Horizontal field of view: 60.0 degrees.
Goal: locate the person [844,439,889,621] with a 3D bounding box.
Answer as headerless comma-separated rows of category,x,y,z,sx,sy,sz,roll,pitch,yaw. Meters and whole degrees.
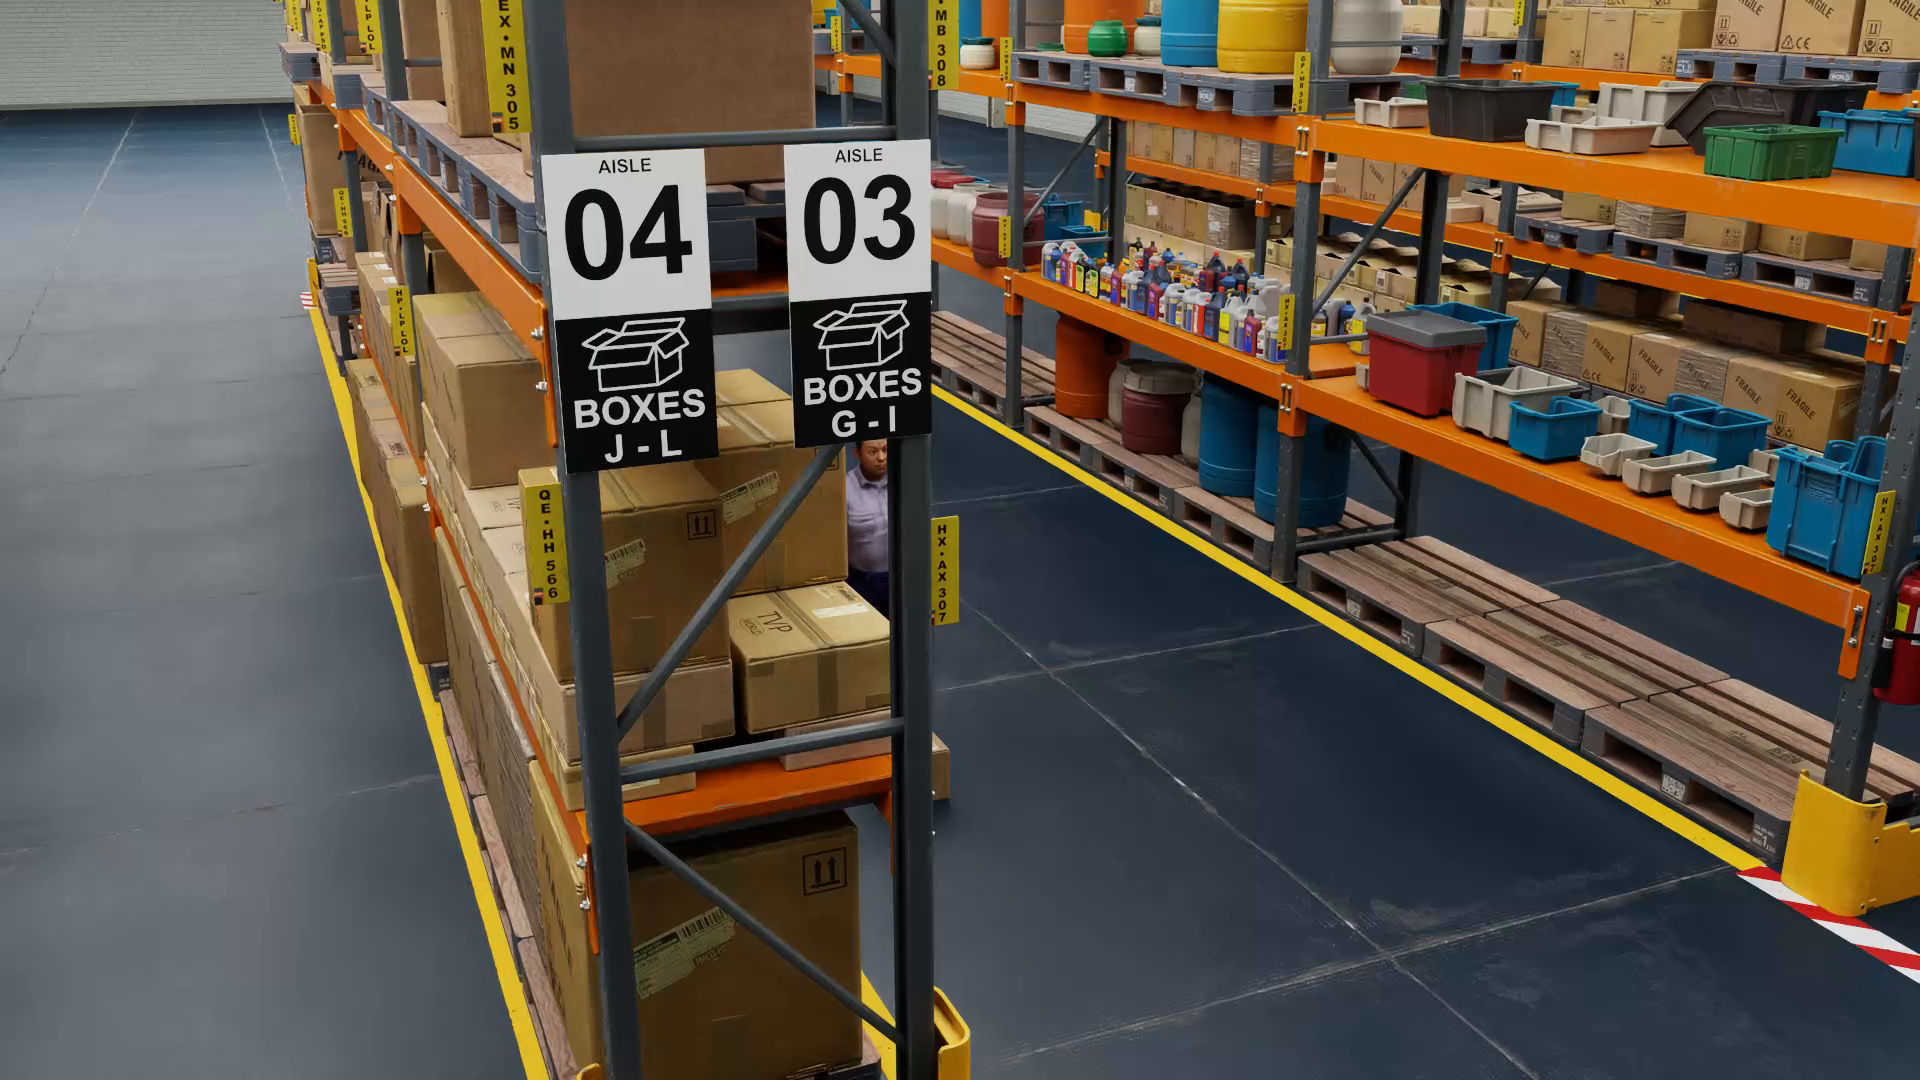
person,-0.398,0.277,7.880,0.492,1.717,0.488,-8,20,-22
